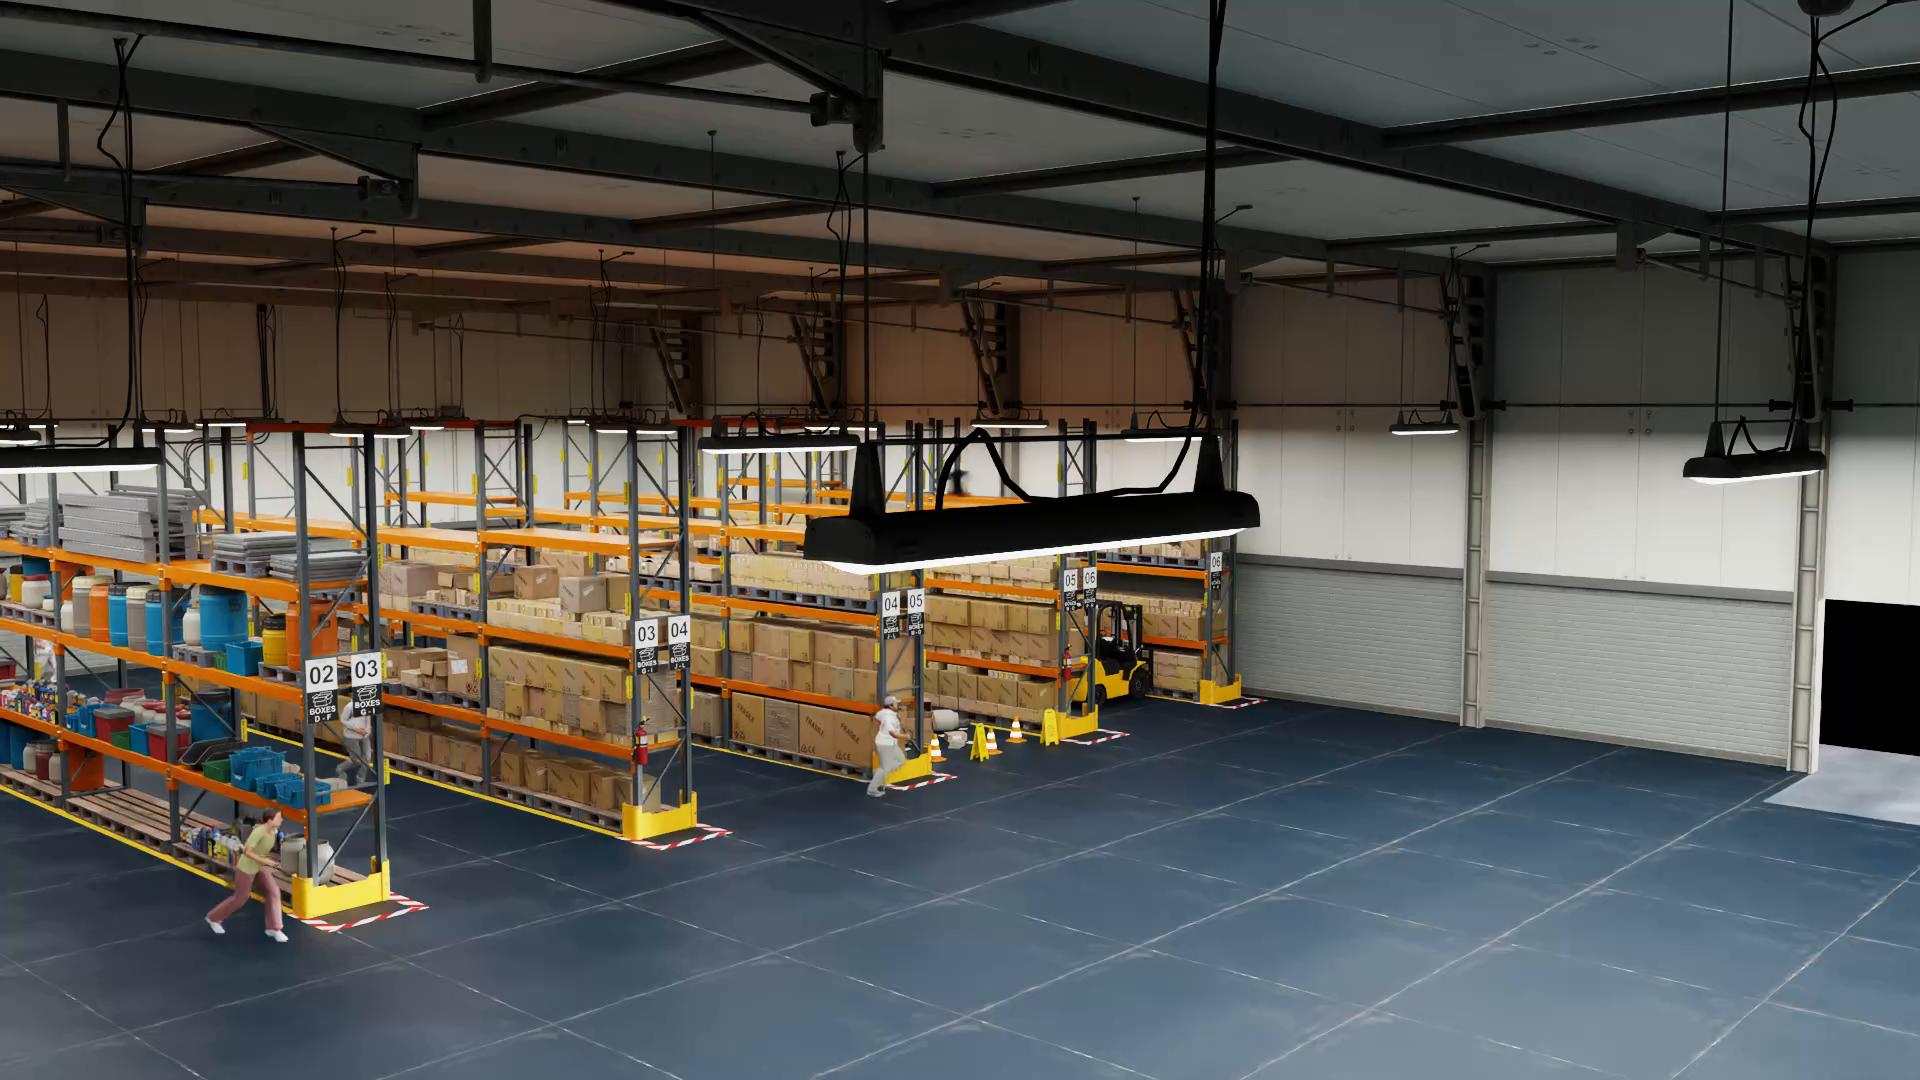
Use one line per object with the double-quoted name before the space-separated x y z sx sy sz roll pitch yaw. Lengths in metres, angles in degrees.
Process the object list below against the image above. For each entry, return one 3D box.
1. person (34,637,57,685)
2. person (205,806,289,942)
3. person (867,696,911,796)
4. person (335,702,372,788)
"person" -19.771 2.519 35.984 0.693 1.802 0.714 1 5 8
"person" -8.438 3.945 19.644 1.009 1.624 0.607 0 5 0
"person" -1.154 3.314 26.942 0.732 1.609 0.630 -1 5 -6
"person" -10.021 3.233 27.545 0.757 1.727 0.654 3 5 30
